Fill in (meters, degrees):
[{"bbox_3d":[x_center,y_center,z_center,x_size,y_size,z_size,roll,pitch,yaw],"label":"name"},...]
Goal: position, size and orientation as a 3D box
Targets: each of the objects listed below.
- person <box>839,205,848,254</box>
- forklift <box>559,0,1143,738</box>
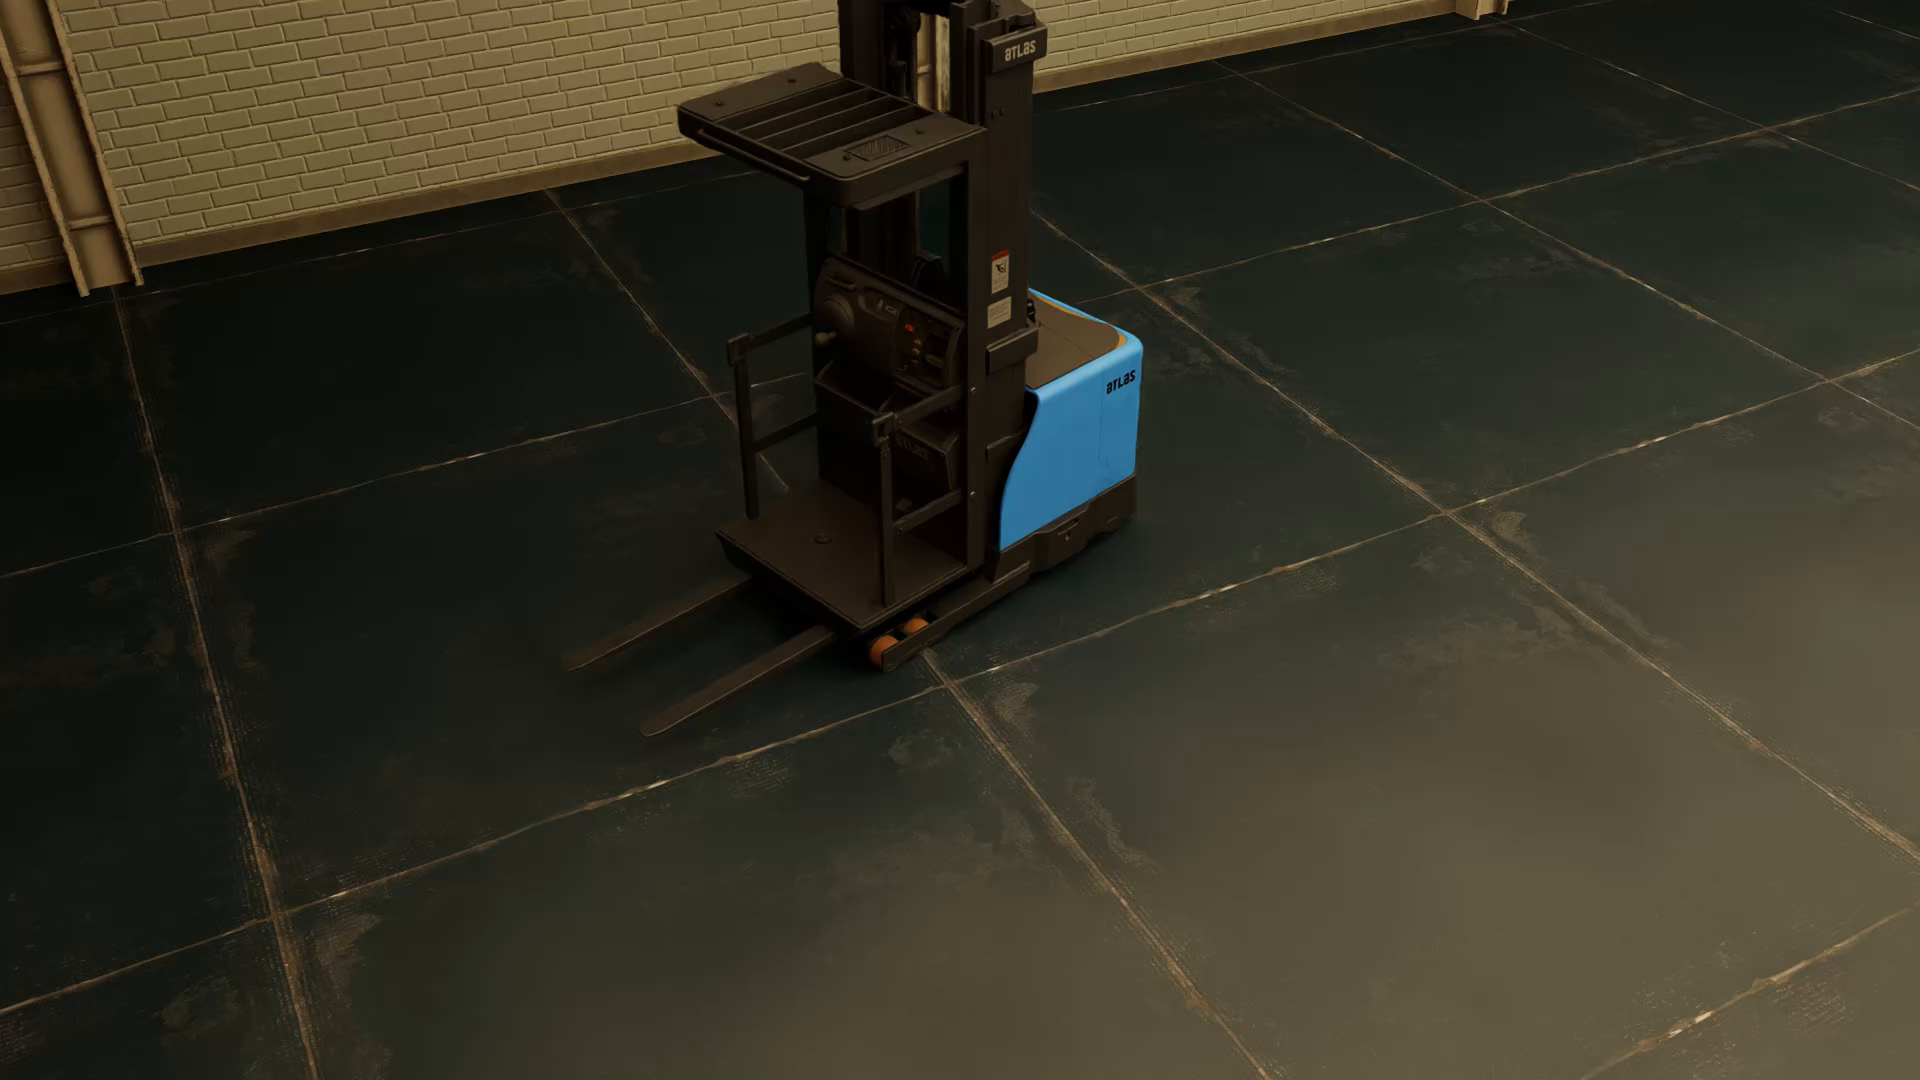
[{"bbox_3d":[-0.516,-1.544,9.424,0.366,1.648,0.759,-12,37,-17],"label":"person"},{"bbox_3d":[-0.486,-0.920,7.424,3.031,2.935,1.130,-29,45,-35],"label":"forklift"}]
